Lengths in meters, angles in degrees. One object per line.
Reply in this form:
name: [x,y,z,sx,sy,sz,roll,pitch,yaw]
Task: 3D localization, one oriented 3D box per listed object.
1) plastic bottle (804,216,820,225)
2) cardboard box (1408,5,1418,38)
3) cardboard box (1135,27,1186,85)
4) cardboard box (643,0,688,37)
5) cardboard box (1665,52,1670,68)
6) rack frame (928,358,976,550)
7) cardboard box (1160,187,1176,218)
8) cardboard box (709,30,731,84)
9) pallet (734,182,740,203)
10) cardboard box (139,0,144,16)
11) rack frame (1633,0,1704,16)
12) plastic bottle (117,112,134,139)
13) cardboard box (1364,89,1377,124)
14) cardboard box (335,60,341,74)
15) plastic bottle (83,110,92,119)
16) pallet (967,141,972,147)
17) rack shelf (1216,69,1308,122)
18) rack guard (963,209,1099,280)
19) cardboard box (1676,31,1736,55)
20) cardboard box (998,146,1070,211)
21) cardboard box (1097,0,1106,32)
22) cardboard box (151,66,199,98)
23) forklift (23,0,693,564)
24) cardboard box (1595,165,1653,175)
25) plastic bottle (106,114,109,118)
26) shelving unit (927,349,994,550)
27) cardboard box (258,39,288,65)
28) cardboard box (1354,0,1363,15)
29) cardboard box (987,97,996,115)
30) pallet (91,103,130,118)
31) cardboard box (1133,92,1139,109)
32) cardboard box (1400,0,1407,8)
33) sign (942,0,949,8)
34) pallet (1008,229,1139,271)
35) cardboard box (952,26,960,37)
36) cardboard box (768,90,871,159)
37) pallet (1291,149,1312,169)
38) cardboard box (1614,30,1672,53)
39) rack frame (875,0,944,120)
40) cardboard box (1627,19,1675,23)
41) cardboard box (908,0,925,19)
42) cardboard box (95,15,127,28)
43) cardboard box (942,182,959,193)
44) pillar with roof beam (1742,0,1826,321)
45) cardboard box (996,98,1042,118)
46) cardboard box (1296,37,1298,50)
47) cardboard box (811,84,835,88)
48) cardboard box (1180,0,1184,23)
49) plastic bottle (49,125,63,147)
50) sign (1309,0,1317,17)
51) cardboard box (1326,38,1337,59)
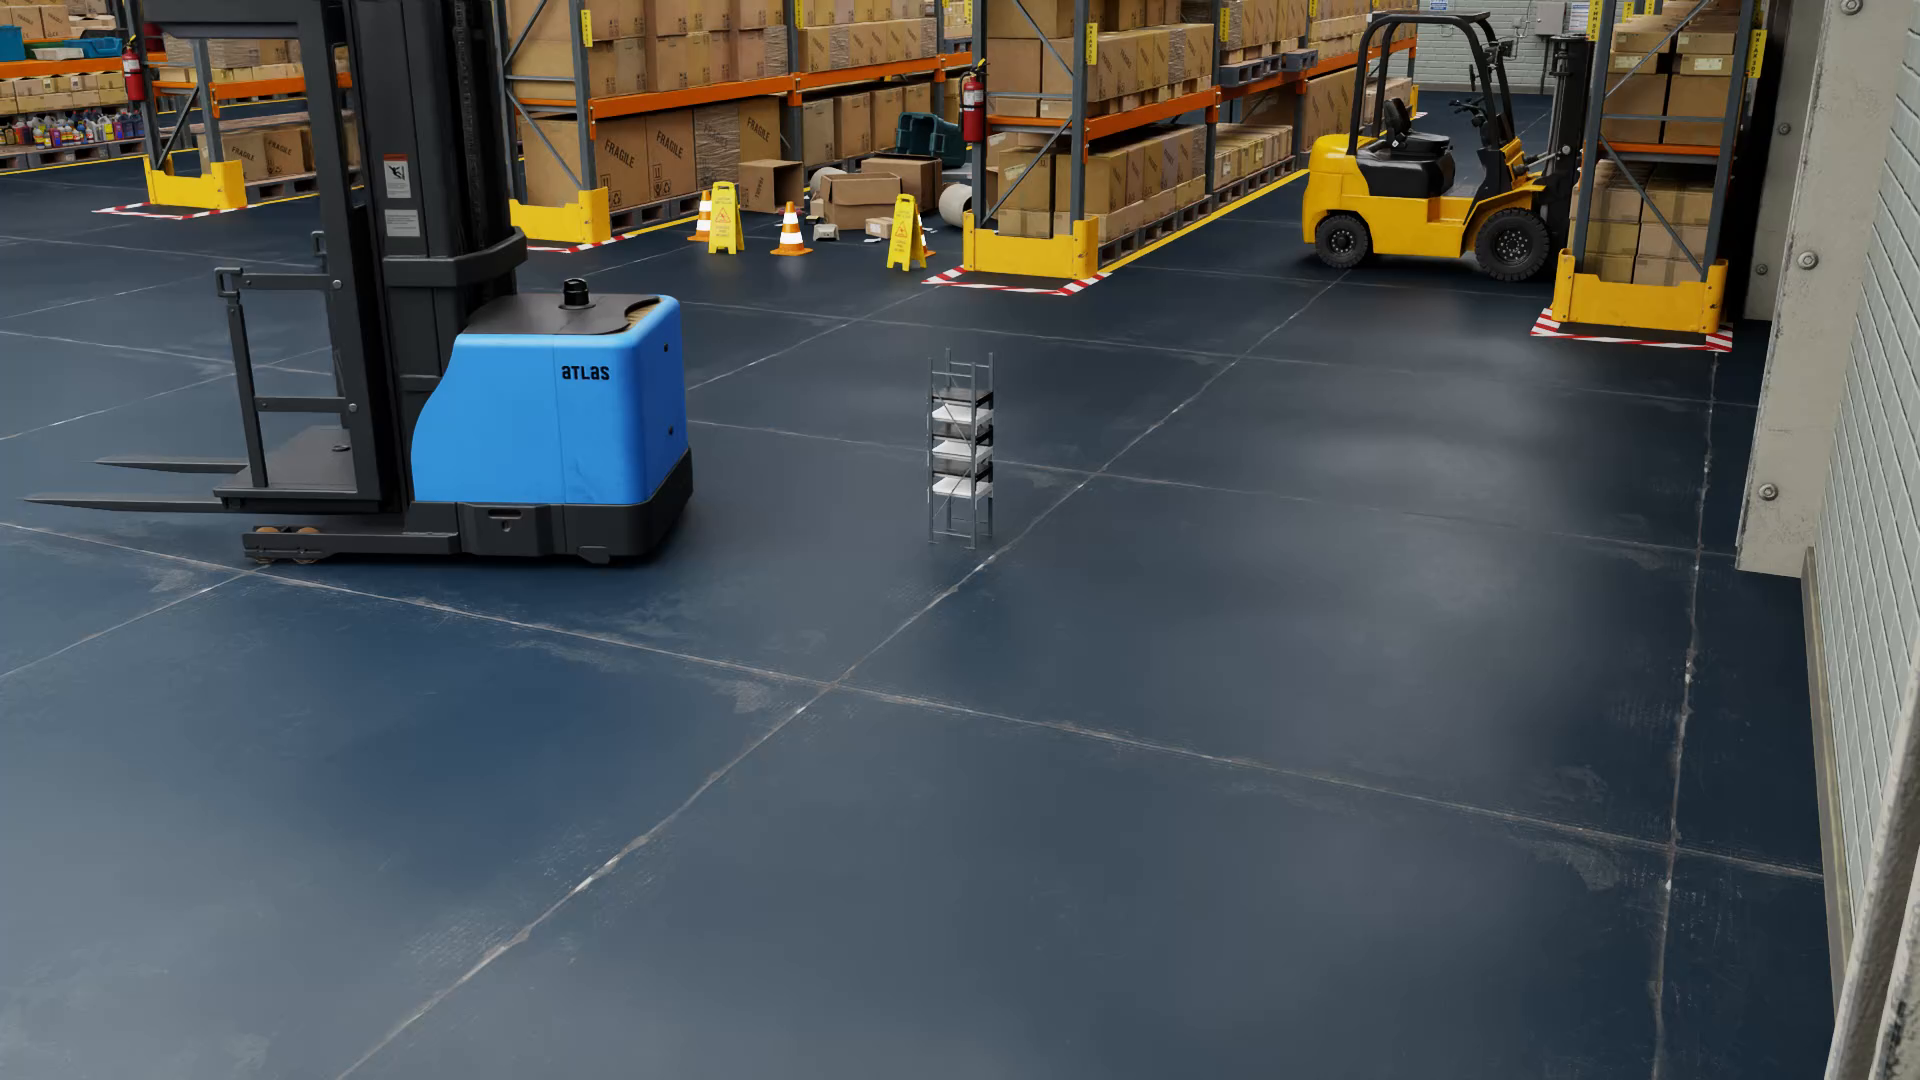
plastic bottle: [-1.526,-3.314,17.195,0.133,0.061,0.283,1,20,4]
cardboard box: [7.177,-8.499,27.241,0.500,0.500,0.500,9,21,23]
cardboard box: [1.852,-4.667,16.022,0.500,0.500,0.500,9,22,24]
cardboard box: [-3.294,-5.414,16.879,0.875,0.550,0.550,9,21,23]
cardboard box: [5.349,-3.789,13.029,0.380,0.149,0.250,8,21,22]
rack frame: [-0.038,-0.395,7.738,0.240,0.900,0.006,9,21,23]
cardboard box: [1.801,-3.333,16.341,0.500,0.250,0.500,9,21,24]
cardboard box: [-3.011,-5.252,18.035,0.875,0.550,0.550,9,21,23]
pallet: [-2.721,-4.080,19.126,1.003,0.211,1.213,9,21,23]
cardboard box: [-14.065,-9.363,29.044,0.700,0.500,0.500,2,20,4]
rack frame: [6.749,-4.287,15.548,1.000,3.000,0.127,9,21,23]
plastic bottle: [-11.420,-5.671,22.734,0.144,0.351,0.185,7,21,20]
cardboard box: [5.850,-6.581,25.193,0.875,0.438,0.875,8,21,22]
cardboard box: [-7.423,-5.486,19.292,0.380,0.149,0.250,9,21,23]
plastic bottle: [-12.049,-5.776,23.030,0.144,0.351,0.185,9,22,24]
pallet: [-0.379,-5.763,23.859,1.003,0.211,1.213,9,21,23]
rack shelf: [3.038,-5.240,19.299,1.077,0.370,4.000,9,21,23]
rack guard: [0.613,-2.590,14.505,1.175,0.500,0.348,9,21,23]
cardboard box: [5.444,-3.631,12.140,0.380,0.149,0.250,8,21,22]
cardboard box: [0.672,-3.281,15.075,0.500,0.500,0.500,9,21,23]
cardboard box: [0.921,-4.913,15.221,0.700,0.500,0.500,8,21,22]
cardboard box: [-13.773,-8.040,29.173,0.500,0.500,0.500,10,22,25]
forklift: [-2.891,-1.444,7.656,3.031,2.935,1.130,1,20,3]
cardboard box: [5.417,-2.934,13.727,0.500,0.250,0.500,9,21,23]
plastic bottle: [-11.881,-5.780,23.142,0.061,0.283,0.133,9,21,23]
shelving unit: [0.003,-0.426,7.825,0.258,0.900,0.210,9,21,23]
cardboard box: [-8.114,-5.625,18.716,0.875,0.500,0.500,9,21,23]
cardboard box: [5.336,-7.601,23.223,0.500,0.500,0.500,9,21,24]
cardboard box: [0.231,-6.351,24.455,0.500,0.500,0.500,8,21,21]
pallet: [-14.592,-7.350,28.321,1.003,0.211,1.213,9,21,23]
cardboard box: [1.404,-4.006,15.130,0.380,0.149,0.250,9,22,24]
cardboard box: [6.760,-8.659,26.199,0.500,0.500,0.500,8,21,22]
sign: [-0.192,-7.309,22.315,0.100,0.325,0.005,9,21,23]
pallet: [0.978,-2.697,15.238,1.003,0.211,1.213,9,21,23]
cardboard box: [-0.223,-7.109,23.230,0.380,0.149,0.250,10,22,25]
cardboard box: [-1.767,-5.250,20.985,1.050,0.750,0.750,9,21,23]
pallet: [4.249,-5.107,22.014,1.003,0.211,1.213,9,21,23]
cardboard box: [5.066,-3.696,12.323,0.380,0.149,0.250,9,21,23]
rack frame: [-0.700,-6.838,22.721,1.000,3.000,0.127,9,21,23]
cardboard box: [5.947,-4.404,14.315,0.380,0.149,0.250,8,21,22]
cardboard box: [-0.893,-7.221,22.154,0.700,0.500,0.500,8,21,22]
cardboard box: [-14.409,-8.763,28.266,0.500,0.311,0.500,10,22,26]
cardboard box: [-0.072,-3.725,18.045,0.258,0.266,0.396,-5,20,-15]
pillar with roof beam: [2.291,-6.571,13.016,9.100,9.000,0.400,9,21,23]
cardboard box: [0.539,-3.770,14.467,0.380,0.149,0.250,9,22,25]
cardboard box: [3.894,-6.045,20.239,0.380,0.149,0.250,9,21,24]
cardboard box: [-2.834,-8.435,29.755,0.875,0.875,0.875,9,21,23]
cardboard box: [2.199,-5.525,17.808,0.500,0.500,0.500,8,21,22]
plastic bottle: [-11.842,-5.289,21.763,0.061,0.283,0.133,9,21,24]
sign: [4.356,-6.627,20.516,0.100,0.325,0.005,9,21,23]
cardboard box: [4.702,-6.553,22.143,0.500,0.250,0.500,9,22,24]
